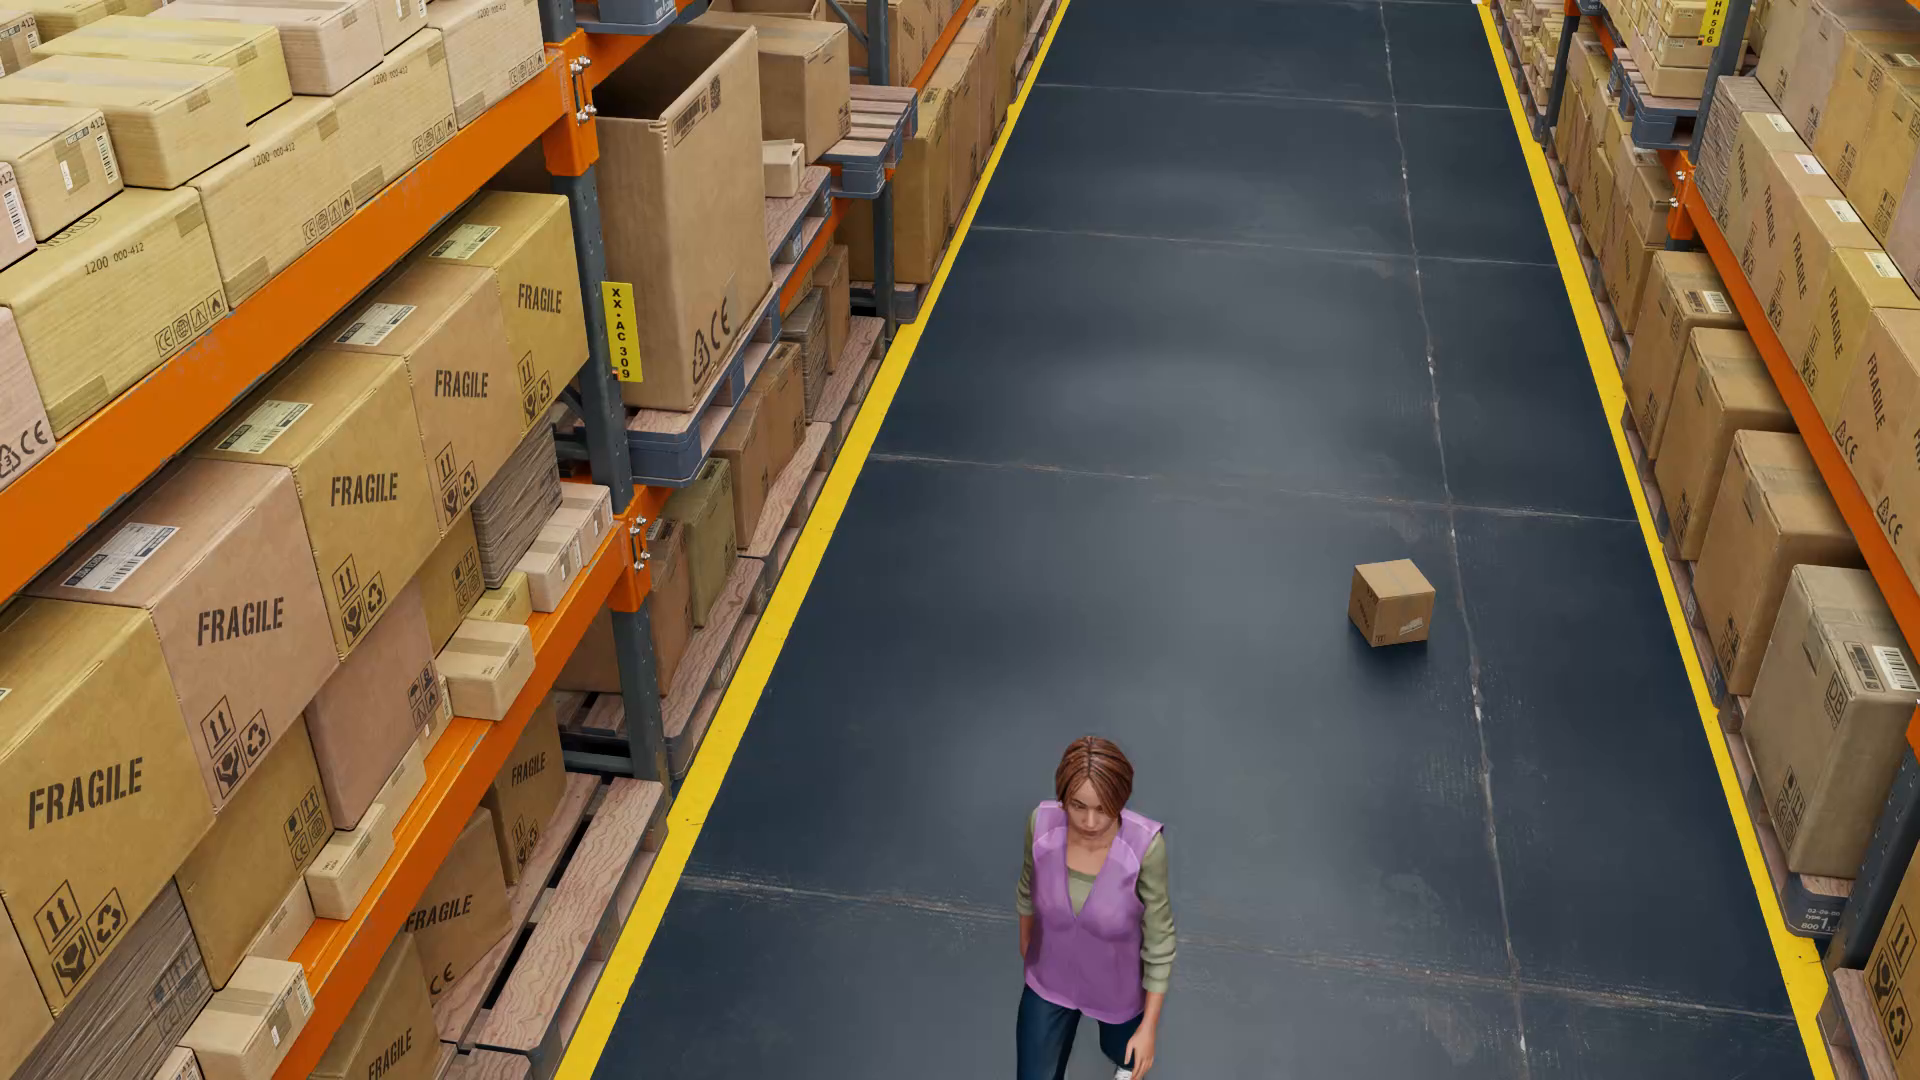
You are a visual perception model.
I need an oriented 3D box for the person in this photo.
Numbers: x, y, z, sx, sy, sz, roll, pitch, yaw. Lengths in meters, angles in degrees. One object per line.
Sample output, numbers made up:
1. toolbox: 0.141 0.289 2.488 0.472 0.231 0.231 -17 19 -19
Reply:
1. person: 0.335 1.160 4.343 0.449 1.539 0.922 10 34 15
